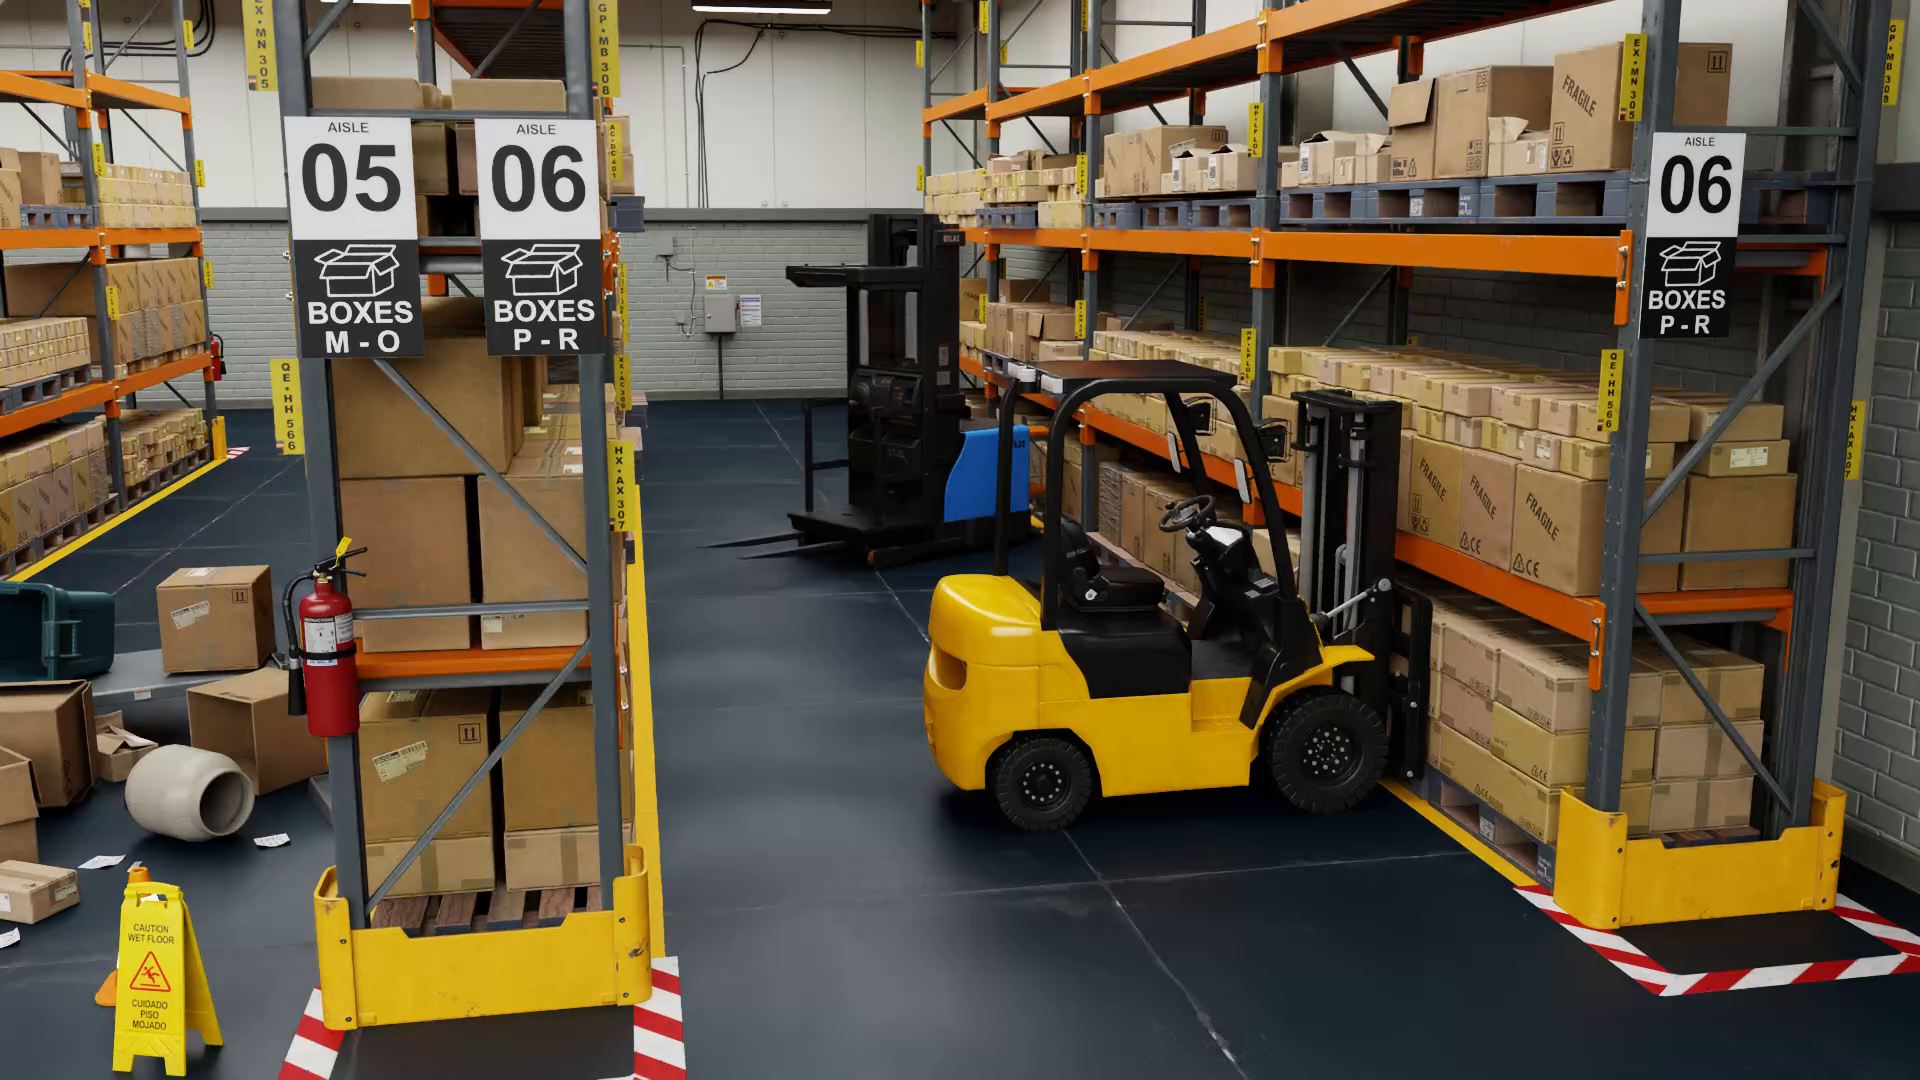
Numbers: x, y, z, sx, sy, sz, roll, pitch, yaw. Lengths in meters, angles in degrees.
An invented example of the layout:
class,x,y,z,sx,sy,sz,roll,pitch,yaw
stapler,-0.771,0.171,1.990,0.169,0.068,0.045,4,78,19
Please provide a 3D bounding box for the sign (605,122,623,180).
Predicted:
class,x,y,z,sx,sy,sz,roll,pitch,yaw
sign,-1.987,-2.228,9.531,0.100,0.325,0.005,-2,11,-11

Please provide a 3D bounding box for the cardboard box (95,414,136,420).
class,x,y,z,sx,sy,sz,roll,pitch,yaw
cardboard box,-9.824,-1.375,19.361,0.380,0.149,0.250,-2,11,-11

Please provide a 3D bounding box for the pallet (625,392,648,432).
class,x,y,z,sx,sy,sz,roll,pitch,yaw
pallet,-3.052,-0.992,12.955,1.213,0.211,1.003,-2,11,-11

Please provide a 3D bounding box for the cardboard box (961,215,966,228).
class,x,y,z,sx,sy,sz,roll,pitch,yaw
cardboard box,0.225,-3.769,19.682,0.380,0.149,0.250,-2,11,-10

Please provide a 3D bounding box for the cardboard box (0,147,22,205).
class,x,y,z,sx,sy,sz,roll,pitch,yaw
cardboard box,-8.738,-3.191,14.571,0.797,0.503,0.637,-2,11,-12

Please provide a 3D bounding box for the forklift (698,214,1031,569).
class,x,y,z,sx,sy,sz,roll,pitch,yaw
forklift,-0.806,-1.305,14.269,3.031,2.935,1.130,-9,14,-40

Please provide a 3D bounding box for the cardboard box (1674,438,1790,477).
class,x,y,z,sx,sy,sz,roll,pitch,yaw
cardboard box,3.317,-0.367,7.153,0.380,0.149,0.250,-2,11,-12

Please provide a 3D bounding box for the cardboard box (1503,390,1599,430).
class,x,y,z,sx,sy,sz,roll,pitch,yaw
cardboard box,2.697,-0.590,7.532,0.380,0.149,0.250,-2,11,-10

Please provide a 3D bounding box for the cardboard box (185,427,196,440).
class,x,y,z,sx,sy,sz,roll,pitch,yaw
cardboard box,-9.202,-1.252,19.514,0.380,0.149,0.250,-3,11,-13

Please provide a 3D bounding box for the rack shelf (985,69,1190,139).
class,x,y,z,sx,sy,sz,roll,pitch,yaw
rack shelf,1.184,-4.159,16.026,1.077,0.370,4.000,-2,11,-11

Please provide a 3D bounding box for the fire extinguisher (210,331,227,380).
class,x,y,z,sx,sy,sz,roll,pitch,yaw
fire extinguisher,-9.283,-2.324,20.642,0.296,0.674,0.183,-2,11,-11

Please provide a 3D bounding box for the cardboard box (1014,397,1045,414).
class,x,y,z,sx,sy,sz,roll,pitch,yaw
cardboard box,0.701,-1.450,17.878,0.380,0.149,0.250,-3,11,-14

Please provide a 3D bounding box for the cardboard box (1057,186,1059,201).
class,x,y,z,sx,sy,sz,roll,pitch,yaw
cardboard box,1.120,-3.236,15.539,0.380,0.149,0.250,-2,11,-11

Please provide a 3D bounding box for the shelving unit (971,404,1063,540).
class,x,y,z,sx,sy,sz,roll,pitch,yaw
shelving unit,0.431,-0.659,15.645,0.538,1.125,1.048,-8,13,-38

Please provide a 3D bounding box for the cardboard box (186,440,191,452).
class,x,y,z,sx,sy,sz,roll,pitch,yaw
cardboard box,-9.264,-1.104,19.529,0.380,0.149,0.250,-2,11,-11

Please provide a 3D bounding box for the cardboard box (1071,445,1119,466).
class,x,y,z,sx,sy,sz,roll,pitch,yaw
cardboard box,1.228,-0.773,15.116,0.380,0.149,0.250,-3,11,-14

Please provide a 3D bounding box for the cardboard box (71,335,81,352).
class,x,y,z,sx,sy,sz,roll,pitch,yaw
cardboard box,-8.586,-1.863,15.771,0.380,0.149,0.250,-2,11,-11

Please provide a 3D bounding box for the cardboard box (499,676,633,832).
class,x,y,z,sx,sy,sz,roll,pitch,yaw
cardboard box,-1.630,0.868,6.895,0.500,0.500,0.500,-3,11,-13

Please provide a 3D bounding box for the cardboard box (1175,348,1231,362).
class,x,y,z,sx,sy,sz,roll,pitch,yaw
cardboard box,1.789,-1.317,12.143,0.380,0.149,0.250,-2,11,-11

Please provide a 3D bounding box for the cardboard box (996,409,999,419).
class,x,y,z,sx,sy,sz,roll,pitch,yaw
cardboard box,0.604,-1.350,18.147,0.380,0.149,0.250,-2,11,-8

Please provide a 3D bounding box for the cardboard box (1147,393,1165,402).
class,x,y,z,sx,sy,sz,roll,pitch,yaw
cardboard box,1.724,-1.195,12.570,0.500,0.250,0.500,-2,11,-10

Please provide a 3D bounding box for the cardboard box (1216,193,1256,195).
class,x,y,z,sx,sy,sz,roll,pitch,yaw
cardboard box,2.062,-2.621,12.211,0.380,0.166,0.250,-2,11,-11

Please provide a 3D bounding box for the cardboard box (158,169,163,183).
class,x,y,z,sx,sy,sz,roll,pitch,yaw
cardboard box,-9.184,-4.084,18.661,0.380,0.149,0.250,-2,11,-12

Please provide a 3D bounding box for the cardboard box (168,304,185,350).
class,x,y,z,sx,sy,sz,roll,pitch,yaw
cardboard box,-9.144,-2.417,18.864,0.500,0.500,0.500,-2,11,-11

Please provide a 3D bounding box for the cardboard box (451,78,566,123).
class,x,y,z,sx,sy,sz,roll,pitch,yaw
cardboard box,-1.608,-1.561,5.944,0.380,0.149,0.250,-2,11,-11

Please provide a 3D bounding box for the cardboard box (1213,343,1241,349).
class,x,y,z,sx,sy,sz,roll,pitch,yaw
cardboard box,2.152,-1.429,12.735,0.380,0.149,0.250,-2,11,-9

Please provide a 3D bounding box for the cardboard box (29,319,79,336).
class,x,y,z,sx,sy,sz,roll,pitch,yaw
cardboard box,-8.587,-2.008,15.735,0.380,0.149,0.250,-2,11,-13

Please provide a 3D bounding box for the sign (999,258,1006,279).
class,x,y,z,sx,sy,sz,roll,pitch,yaw
sign,0.565,-3.602,22.213,0.100,0.325,0.005,-2,11,-11

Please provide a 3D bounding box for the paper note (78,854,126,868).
class,x,y,z,sx,sy,sz,roll,pitch,yaw
paper note,-3.894,1.456,7.551,0.148,0.019,0.142,2,11,9

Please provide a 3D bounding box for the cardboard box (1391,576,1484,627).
class,x,y,z,sx,sy,sz,roll,pitch,yaw
cardboard box,2.429,0.374,8.820,0.500,0.250,0.500,-2,11,-12

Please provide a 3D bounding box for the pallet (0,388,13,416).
class,x,y,z,sx,sy,sz,roll,pitch,yaw
pallet,-8.374,-1.048,13.244,1.213,0.211,1.003,-2,11,-11

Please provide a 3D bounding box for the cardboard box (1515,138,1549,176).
class,x,y,z,sx,sy,sz,roll,pitch,yaw
cardboard box,2.670,-1.674,7.281,0.380,0.149,0.250,-2,11,-13

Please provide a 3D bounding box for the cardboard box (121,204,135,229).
class,x,y,z,sx,sy,sz,roll,pitch,yaw
cardboard box,-8.847,-3.334,17.125,0.500,0.250,0.500,-2,11,-12

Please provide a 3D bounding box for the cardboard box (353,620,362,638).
class,x,y,z,sx,sy,sz,roll,pitch,yaw
cardboard box,-2.180,0.274,6.460,0.380,0.149,0.250,-2,11,-12

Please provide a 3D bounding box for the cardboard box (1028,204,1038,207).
class,x,y,z,sx,sy,sz,roll,pitch,yaw
cardboard box,0.976,-3.777,18.657,0.500,0.250,0.500,-2,11,-12

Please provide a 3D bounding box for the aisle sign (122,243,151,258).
class,x,y,z,sx,sy,sz,roll,pitch,yaw
aisle sign,-9.996,-3.762,20.039,0.394,0.787,0.004,-2,11,-11

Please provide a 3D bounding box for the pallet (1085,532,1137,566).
class,x,y,z,sx,sy,sz,roll,pitch,yaw
pallet,1.695,0.128,14.015,1.003,0.211,1.213,-2,11,-11

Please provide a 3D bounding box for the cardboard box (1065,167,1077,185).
class,x,y,z,sx,sy,sz,roll,pitch,yaw
cardboard box,1.167,-3.288,15.018,0.380,0.149,0.250,-2,11,-13

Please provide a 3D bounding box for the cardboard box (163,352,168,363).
class,x,y,z,sx,sy,sz,roll,pitch,yaw
cardboard box,-9.182,-2.070,18.774,0.380,0.149,0.250,-3,11,-13

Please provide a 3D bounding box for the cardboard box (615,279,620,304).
class,x,y,z,sx,sy,sz,roll,pitch,yaw
cardboard box,-3.632,-2.320,16.475,0.500,0.500,0.500,-2,11,-10

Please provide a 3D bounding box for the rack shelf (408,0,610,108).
class,x,y,z,sx,sy,sz,roll,pitch,yaw
rack shelf,-2.906,-3.244,11.220,1.077,0.370,4.000,-2,11,-11

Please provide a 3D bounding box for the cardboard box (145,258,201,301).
class,x,y,z,sx,sy,sz,roll,pitch,yaw
cardboard box,-9.354,-3.094,19.745,0.500,0.500,0.500,-2,11,-12

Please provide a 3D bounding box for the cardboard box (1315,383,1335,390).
class,x,y,z,sx,sy,sz,roll,pitch,yaw
cardboard box,2.260,-0.819,9.526,0.380,0.149,0.250,-2,11,-10

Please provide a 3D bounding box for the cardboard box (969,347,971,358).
class,x,y,z,sx,sy,sz,roll,pitch,yaw
cardboard box,0.314,-2.197,19.442,0.380,0.149,0.250,-2,11,-10

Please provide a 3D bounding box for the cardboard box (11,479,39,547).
class,x,y,z,sx,sy,sz,roll,pitch,yaw
cardboard box,-8.120,-0.224,13.968,0.500,0.500,0.500,-2,11,-10

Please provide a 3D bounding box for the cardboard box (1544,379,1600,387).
class,x,y,z,sx,sy,sz,roll,pitch,yaw
cardboard box,3.081,-0.701,8.114,0.380,0.149,0.250,-2,11,-9

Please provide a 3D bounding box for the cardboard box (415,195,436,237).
class,x,y,z,sx,sy,sz,roll,pitch,yaw
cardboard box,-2.083,-1.152,5.928,0.380,0.149,0.250,-2,11,-11

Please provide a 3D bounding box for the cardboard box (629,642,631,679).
class,x,y,z,sx,sy,sz,roll,pitch,yaw
cardboard box,-2.139,0.763,9.448,0.500,0.250,0.500,-2,11,-8

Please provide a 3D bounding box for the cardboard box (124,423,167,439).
class,x,y,z,sx,sy,sz,roll,pitch,yaw
cardboard box,-9.052,-1.205,18.468,0.380,0.149,0.250,-2,11,-11

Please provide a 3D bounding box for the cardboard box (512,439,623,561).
class,x,y,z,sx,sy,sz,roll,pitch,yaw
cardboard box,-1.663,-0.133,6.865,0.500,0.500,0.500,-2,11,-9

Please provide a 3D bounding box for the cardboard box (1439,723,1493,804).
class,x,y,z,sx,sy,sz,roll,pitch,yaw
cardboard box,2.640,1.051,7.937,0.500,0.250,0.500,-2,11,-11

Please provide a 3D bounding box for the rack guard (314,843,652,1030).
class,x,y,z,sx,sy,sz,roll,pitch,yaw
rack guard,-1.754,1.468,6.201,1.175,0.500,0.348,-2,11,-11

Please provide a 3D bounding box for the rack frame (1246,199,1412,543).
class,x,y,z,sx,sy,sz,roll,pitch,yaw
rack frame,2.351,-0.661,10.701,1.000,3.000,0.127,-2,11,-11

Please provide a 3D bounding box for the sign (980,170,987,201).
class,x,y,z,sx,sy,sz,roll,pitch,yaw
sign,0.264,-3.835,17.970,0.100,0.325,0.005,-2,11,-11

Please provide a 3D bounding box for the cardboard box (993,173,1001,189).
class,x,y,z,sx,sy,sz,roll,pitch,yaw
cardboard box,0.552,-3.715,17.208,0.380,0.149,0.250,-2,11,-12

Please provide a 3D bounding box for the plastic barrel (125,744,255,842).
class,x,y,z,sx,sy,sz,roll,pitch,yaw
plastic barrel,-3.626,1.196,7.836,0.512,0.421,0.421,6,12,28
